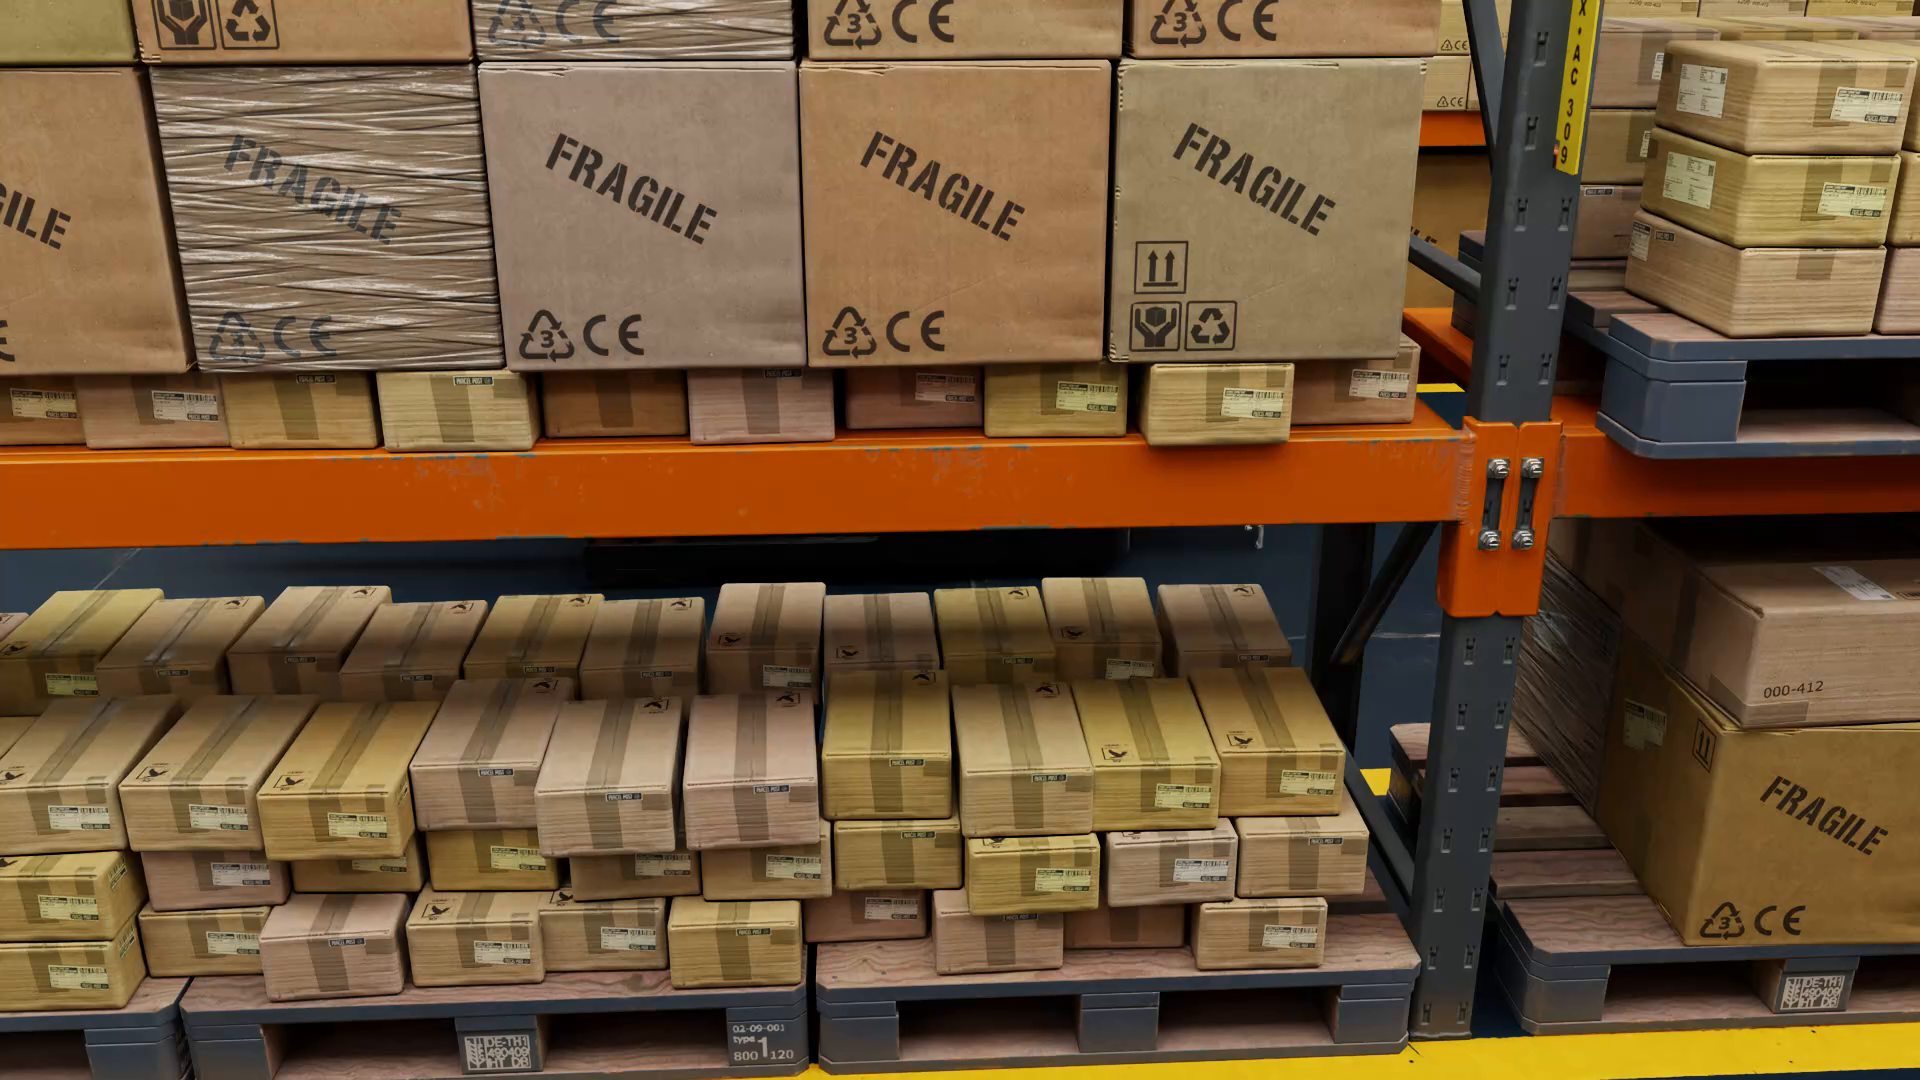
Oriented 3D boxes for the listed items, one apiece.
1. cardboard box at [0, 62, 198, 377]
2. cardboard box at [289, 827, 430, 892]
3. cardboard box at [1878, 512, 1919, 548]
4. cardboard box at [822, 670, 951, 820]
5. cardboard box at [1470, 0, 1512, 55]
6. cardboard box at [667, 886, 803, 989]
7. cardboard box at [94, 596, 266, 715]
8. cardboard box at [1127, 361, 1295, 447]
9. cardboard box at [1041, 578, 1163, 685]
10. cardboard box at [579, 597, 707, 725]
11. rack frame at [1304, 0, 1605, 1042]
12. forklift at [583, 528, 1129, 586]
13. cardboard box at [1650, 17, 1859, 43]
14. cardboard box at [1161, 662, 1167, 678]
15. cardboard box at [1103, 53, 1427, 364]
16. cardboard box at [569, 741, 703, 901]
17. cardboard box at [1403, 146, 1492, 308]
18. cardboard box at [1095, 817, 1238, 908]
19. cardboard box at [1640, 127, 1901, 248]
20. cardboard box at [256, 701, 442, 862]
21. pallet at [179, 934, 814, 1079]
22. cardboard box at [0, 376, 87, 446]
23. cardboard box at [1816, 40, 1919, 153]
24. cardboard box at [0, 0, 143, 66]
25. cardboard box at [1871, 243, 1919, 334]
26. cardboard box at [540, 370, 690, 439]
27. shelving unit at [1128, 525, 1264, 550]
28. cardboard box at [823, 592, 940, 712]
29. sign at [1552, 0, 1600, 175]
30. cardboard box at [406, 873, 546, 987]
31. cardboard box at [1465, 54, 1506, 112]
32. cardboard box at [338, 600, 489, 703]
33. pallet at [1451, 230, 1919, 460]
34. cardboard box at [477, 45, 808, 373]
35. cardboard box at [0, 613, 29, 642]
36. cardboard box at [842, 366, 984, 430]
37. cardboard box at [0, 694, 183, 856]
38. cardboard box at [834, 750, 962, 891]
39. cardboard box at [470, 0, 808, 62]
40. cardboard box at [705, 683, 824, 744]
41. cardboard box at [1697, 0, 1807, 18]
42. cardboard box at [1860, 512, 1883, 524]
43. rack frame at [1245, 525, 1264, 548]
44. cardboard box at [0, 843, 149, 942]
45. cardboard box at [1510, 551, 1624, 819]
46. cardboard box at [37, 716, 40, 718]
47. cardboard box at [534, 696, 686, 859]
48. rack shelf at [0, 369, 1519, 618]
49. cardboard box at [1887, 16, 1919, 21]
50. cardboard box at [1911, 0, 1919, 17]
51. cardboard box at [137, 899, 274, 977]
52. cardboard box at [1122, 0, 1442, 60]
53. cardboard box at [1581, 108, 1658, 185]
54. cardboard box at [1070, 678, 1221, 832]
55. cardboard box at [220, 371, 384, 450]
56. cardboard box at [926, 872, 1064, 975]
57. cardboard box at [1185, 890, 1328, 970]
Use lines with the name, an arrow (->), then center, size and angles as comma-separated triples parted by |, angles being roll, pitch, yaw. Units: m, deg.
cardboard box -> -1.548, -0.591, 2.898 | 0.500, 0.500, 0.500 | -1, 21, -2
cardboard box -> -1.191, 0.561, 3.430 | 0.250, 0.149, 0.380 | 0, 21, 0
cardboard box -> 2.243, 0.139, 3.410 | 0.500, 0.250, 0.500 | -1, 21, -2
cardboard box -> -0.146, 0.412, 3.403 | 0.250, 0.149, 0.380 | 0, 21, -1
cardboard box -> 2.560, -2.411, 7.746 | 0.500, 0.250, 0.500 | -2, 21, -5
cardboard box -> -0.447, 0.736, 3.388 | 0.250, 0.149, 0.380 | -1, 21, -3
cardboard box -> -1.753, 0.271, 3.774 | 0.250, 0.149, 0.380 | -2, 21, -5
cardboard box -> 0.436, -0.300, 3.045 | 0.250, 0.149, 0.380 | -2, 21, -4
cardboard box -> 0.325, 0.226, 3.892 | 0.250, 0.149, 0.380 | 0, 21, 0
cardboard box -> -0.710, 0.273, 3.768 | 0.250, 0.149, 0.380 | -2, 21, -5
rack frame -> 0.959, -0.550, 3.349 | 0.127, 3.000, 1.000 | -1, 21, -3
forklift -> -0.940, -1.405, 5.691 | 3.031, 2.935, 1.130 | -1, 21, -2
cardboard box -> 1.617, -0.990, 3.432 | 0.250, 0.149, 0.380 | -2, 21, -5
cardboard box -> 0.578, 0.341, 4.008 | 0.250, 0.149, 0.380 | 0, 21, -1
cardboard box -> 0.492, -0.625, 2.989 | 0.500, 0.500, 0.500 | -1, 21, -3
cardboard box -> -0.652, 0.569, 3.410 | 0.250, 0.149, 0.380 | -2, 21, -6
cardboard box -> 2.091, -1.572, 8.429 | 0.875, 0.875, 0.875 | -1, 21, -1
cardboard box -> 0.393, 0.576, 3.390 | 0.250, 0.149, 0.380 | -2, 21, -6
cardboard box -> 1.378, -0.612, 2.858 | 0.250, 0.149, 0.380 | -1, 21, -2
cardboard box -> -1.179, 0.466, 3.262 | 0.250, 0.149, 0.380 | -1, 21, -2
pallet -> -0.931, 0.805, 3.709 | 1.213, 0.211, 1.003 | -1, 21, -3
cardboard box -> -1.646, -0.298, 3.042 | 0.250, 0.149, 0.380 | -1, 21, -4
cardboard box -> 1.656, -0.759, 2.826 | 0.250, 0.149, 0.380 | -1, 21, -2
cardboard box -> -1.547, -1.052, 2.704 | 0.500, 0.500, 0.500 | -2, 21, -4
cardboard box -> 1.655, -0.481, 2.932 | 0.250, 0.149, 0.380 | -1, 21, -2
cardboard box -> -0.620, -0.317, 3.090 | 0.250, 0.149, 0.380 | -1, 21, -4
shelving unit -> 0.844, -0.570, 5.932 | 0.503, 1.200, 0.258 | -1, 21, -2
cardboard box -> -0.184, 0.262, 3.797 | 0.250, 0.149, 0.380 | -2, 21, -4
sign -> 0.997, -0.762, 2.690 | 0.005, 0.325, 0.100 | -1, 21, -3
cardboard box -> -0.950, 0.734, 3.393 | 0.250, 0.149, 0.380 | -1, 21, -3
cardboard box -> 2.558, -2.174, 7.826 | 0.500, 0.250, 0.500 | -1, 21, -4
cardboard box -> -1.219, 0.280, 3.751 | 0.250, 0.149, 0.380 | -2, 21, -5
pallet -> 1.730, -0.424, 3.289 | 1.213, 0.211, 1.003 | -1, 21, -3
cardboard box -> -0.523, -0.606, 2.937 | 0.500, 0.500, 0.500 | -1, 21, -3
cardboard box -> -2.267, 0.304, 3.687 | 0.250, 0.149, 0.380 | -1, 21, -2
cardboard box -> -0.096, -0.334, 3.137 | 0.250, 0.149, 0.380 | -2, 21, -5
cardboard box -> -1.722, 0.457, 3.285 | 0.250, 0.149, 0.380 | -2, 21, -6
cardboard box -> -0.129, 0.558, 3.437 | 0.250, 0.149, 0.380 | -1, 21, -3
cardboard box -> -0.523, -1.080, 2.777 | 0.500, 0.500, 0.500 | -1, 21, -2
cardboard box -> -0.456, 0.397, 3.860 | 0.250, 0.149, 0.380 | 0, 21, -1
cardboard box -> 3.588, -2.439, 7.820 | 0.500, 0.250, 0.500 | -2, 21, -4
cardboard box -> 2.202, -0.039, 3.877 | 0.500, 0.250, 0.500 | 0, 21, 0
rack frame -> 1.087, -0.573, 5.941 | 0.015, 1.200, 0.240 | -1, 21, -2
cardboard box -> -1.719, 0.620, 3.274 | 0.250, 0.149, 0.380 | -1, 21, -1
cardboard box -> 1.683, 0.318, 3.994 | 0.500, 0.500, 0.500 | -2, 21, -4
cardboard box -> -2.005, 0.405, 3.840 | 0.250, 0.149, 0.380 | -2, 21, -5
cardboard box -> -0.680, 0.460, 3.276 | 0.250, 0.149, 0.380 | -2, 21, -5
rack shelf -> -1.038, -0.173, 3.371 | 4.000, 0.370, 1.077 | -1, 21, -3
cardboard box -> 2.137, -1.000, 3.458 | 0.250, 0.149, 0.380 | -1, 21, -3
cardboard box -> 5.007, -2.877, 8.314 | 0.500, 0.500, 0.500 | -2, 21, -5
cardboard box -> -1.479, 0.723, 3.422 | 0.250, 0.149, 0.380 | -1, 21, -3
cardboard box -> 0.505, -1.097, 2.823 | 0.500, 0.500, 0.500 | -2, 21, -5
cardboard box -> 1.345, -0.846, 3.472 | 0.250, 0.149, 0.380 | -1, 21, -1
cardboard box -> 0.366, 0.427, 3.364 | 0.250, 0.149, 0.380 | -1, 21, -2
cardboard box -> -1.138, -0.291, 3.023 | 0.250, 0.149, 0.380 | 0, 21, -1
cardboard box -> 0.062, 0.719, 3.433 | 0.250, 0.149, 0.380 | -2, 21, -5
cardboard box -> 0.587, 0.715, 3.443 | 0.250, 0.149, 0.380 | -1, 21, -2
